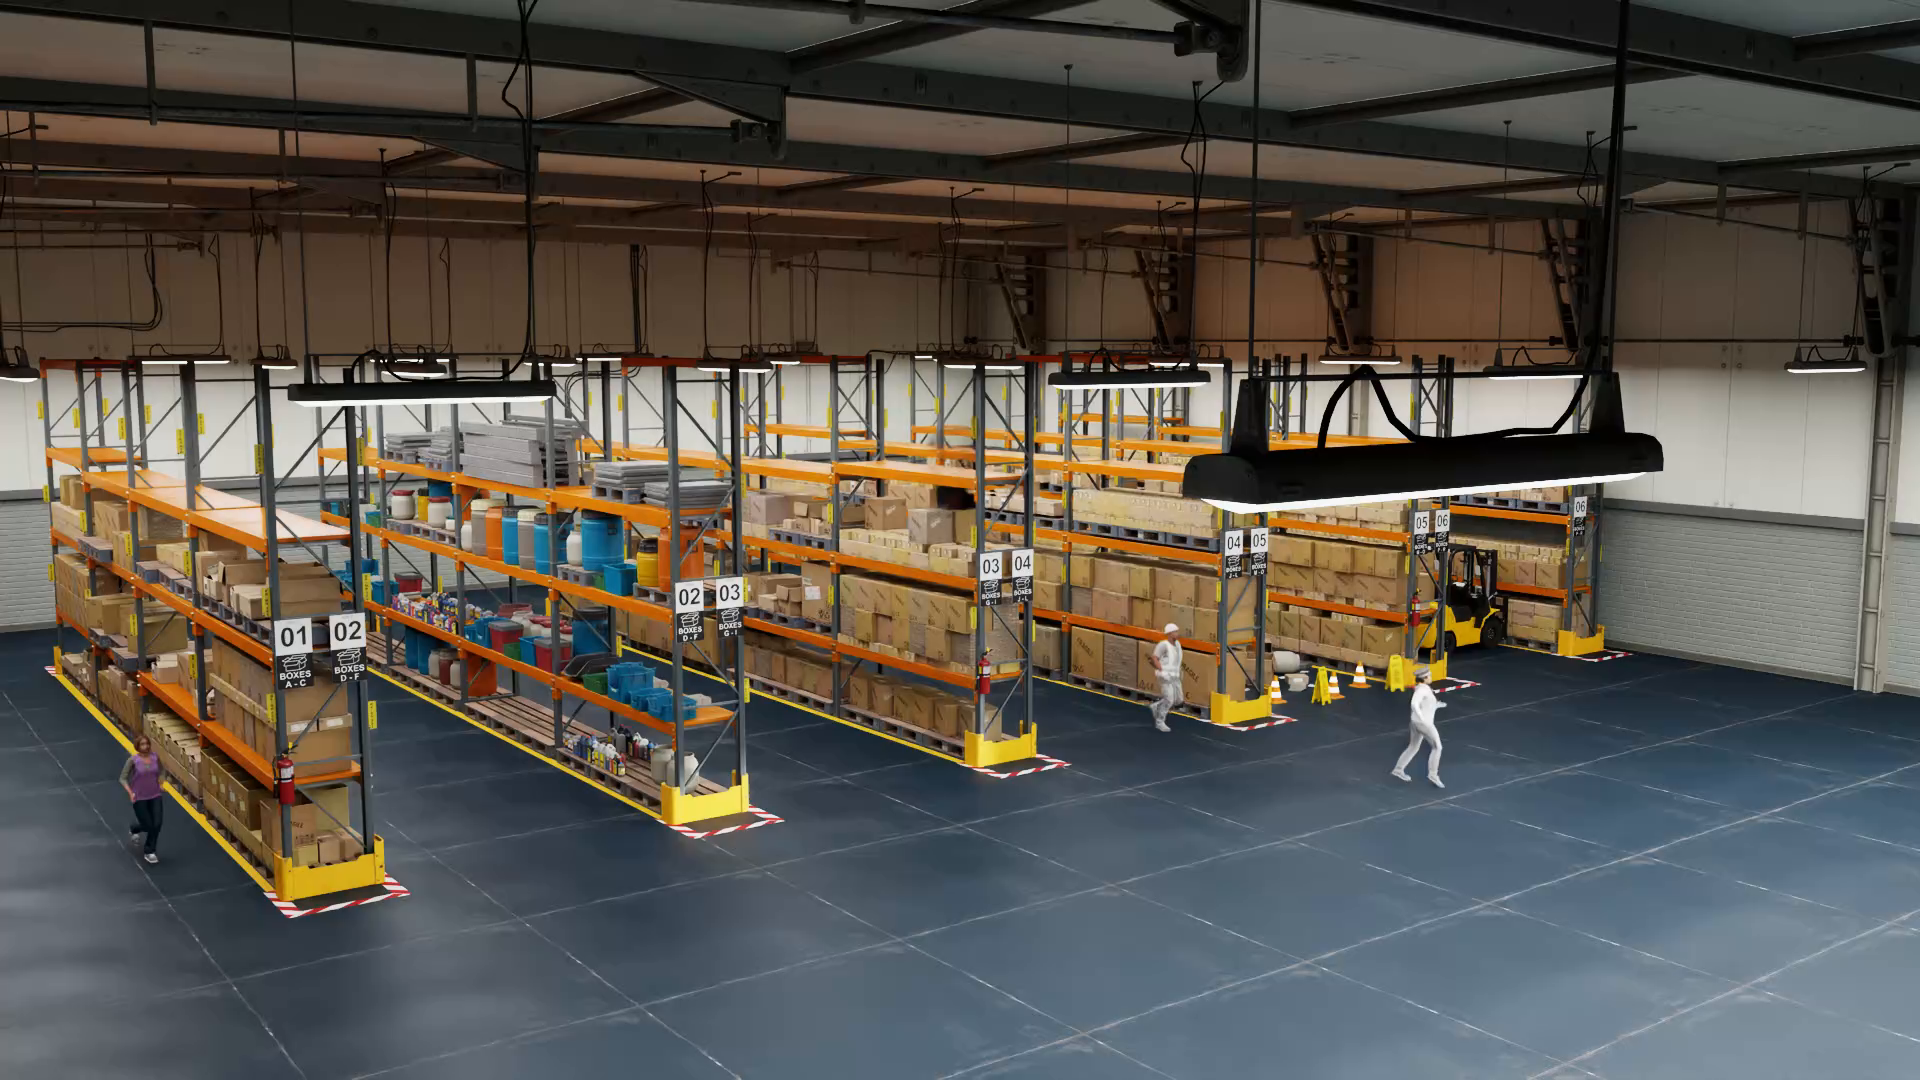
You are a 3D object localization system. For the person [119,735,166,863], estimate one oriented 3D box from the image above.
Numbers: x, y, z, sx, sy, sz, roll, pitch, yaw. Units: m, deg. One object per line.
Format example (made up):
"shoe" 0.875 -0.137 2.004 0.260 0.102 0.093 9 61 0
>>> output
"person" -9.947 3.139 20.290 0.549 1.558 0.537 6 9 43

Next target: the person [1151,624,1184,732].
"person" 3.395 2.225 27.225 0.566 1.721 0.729 6 9 42

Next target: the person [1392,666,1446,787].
"person" 6.560 2.663 23.683 0.769 1.750 0.579 0 7 -3
